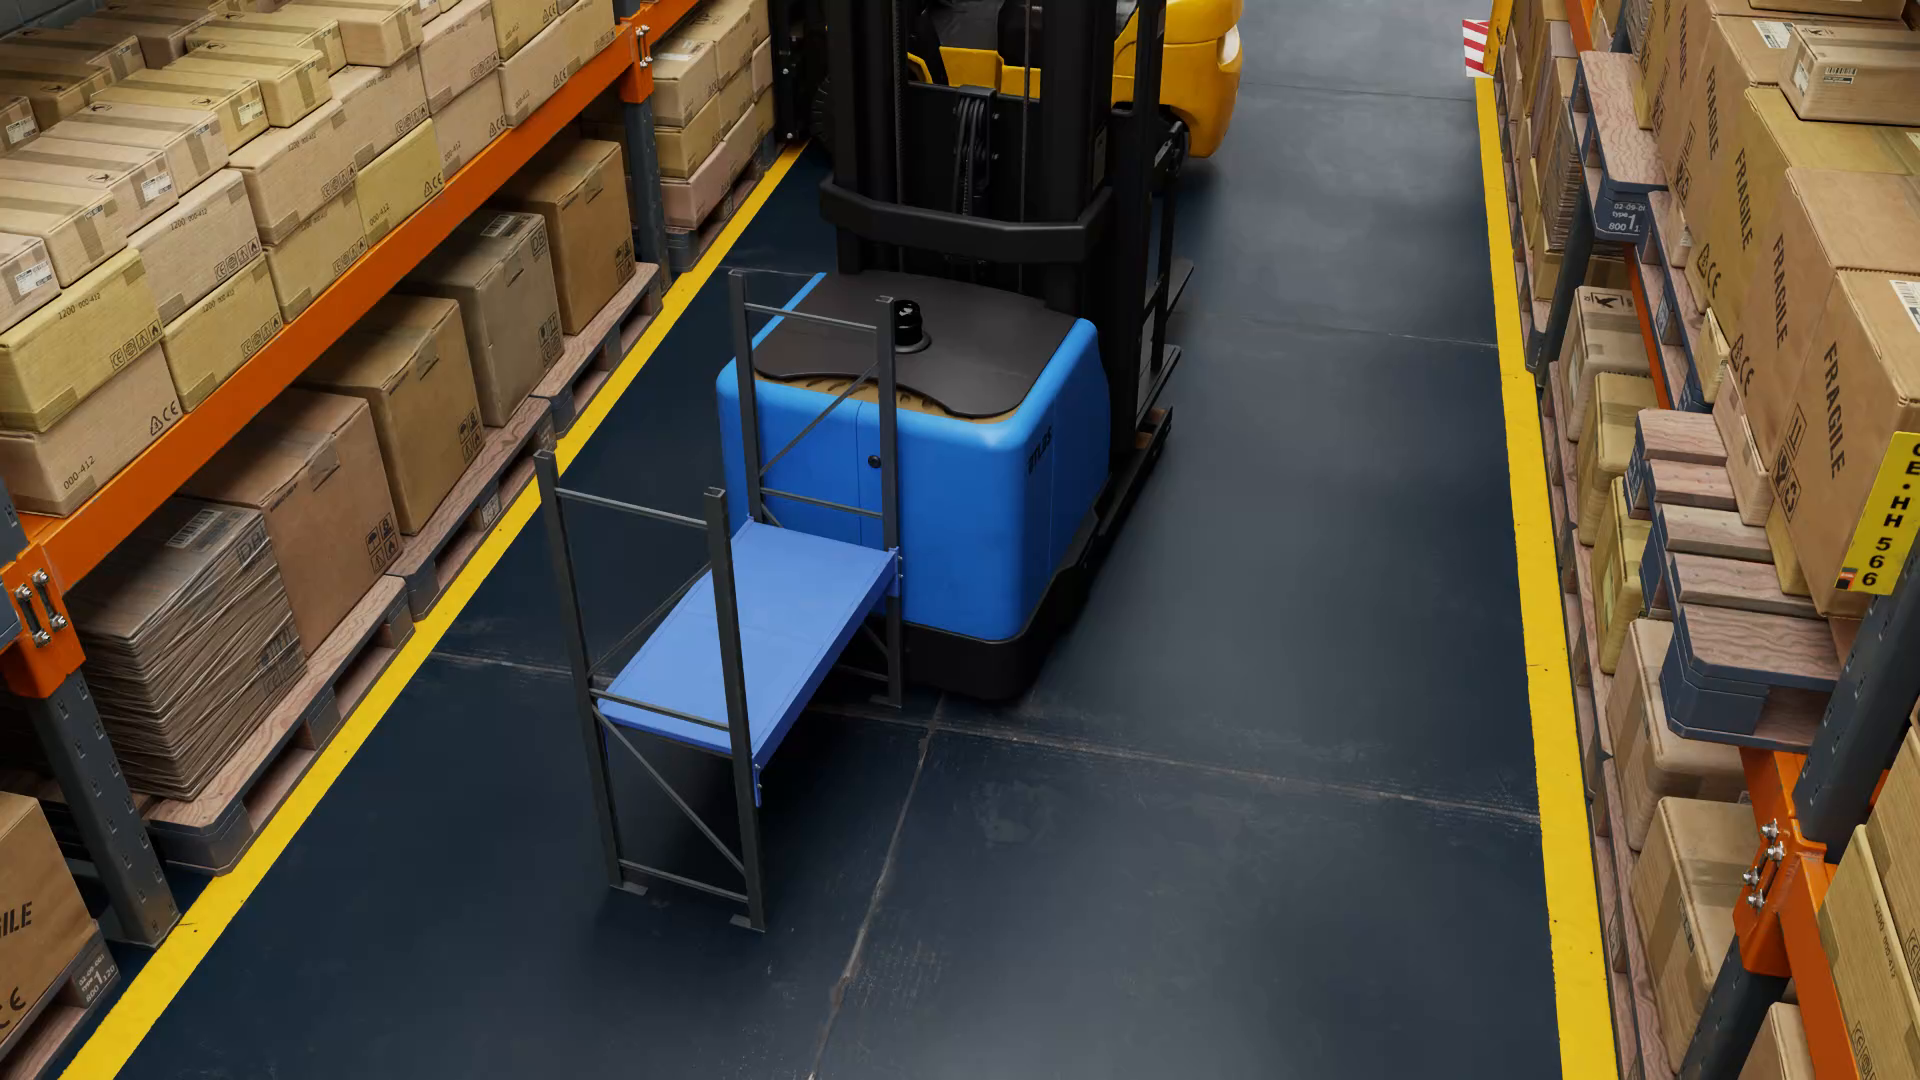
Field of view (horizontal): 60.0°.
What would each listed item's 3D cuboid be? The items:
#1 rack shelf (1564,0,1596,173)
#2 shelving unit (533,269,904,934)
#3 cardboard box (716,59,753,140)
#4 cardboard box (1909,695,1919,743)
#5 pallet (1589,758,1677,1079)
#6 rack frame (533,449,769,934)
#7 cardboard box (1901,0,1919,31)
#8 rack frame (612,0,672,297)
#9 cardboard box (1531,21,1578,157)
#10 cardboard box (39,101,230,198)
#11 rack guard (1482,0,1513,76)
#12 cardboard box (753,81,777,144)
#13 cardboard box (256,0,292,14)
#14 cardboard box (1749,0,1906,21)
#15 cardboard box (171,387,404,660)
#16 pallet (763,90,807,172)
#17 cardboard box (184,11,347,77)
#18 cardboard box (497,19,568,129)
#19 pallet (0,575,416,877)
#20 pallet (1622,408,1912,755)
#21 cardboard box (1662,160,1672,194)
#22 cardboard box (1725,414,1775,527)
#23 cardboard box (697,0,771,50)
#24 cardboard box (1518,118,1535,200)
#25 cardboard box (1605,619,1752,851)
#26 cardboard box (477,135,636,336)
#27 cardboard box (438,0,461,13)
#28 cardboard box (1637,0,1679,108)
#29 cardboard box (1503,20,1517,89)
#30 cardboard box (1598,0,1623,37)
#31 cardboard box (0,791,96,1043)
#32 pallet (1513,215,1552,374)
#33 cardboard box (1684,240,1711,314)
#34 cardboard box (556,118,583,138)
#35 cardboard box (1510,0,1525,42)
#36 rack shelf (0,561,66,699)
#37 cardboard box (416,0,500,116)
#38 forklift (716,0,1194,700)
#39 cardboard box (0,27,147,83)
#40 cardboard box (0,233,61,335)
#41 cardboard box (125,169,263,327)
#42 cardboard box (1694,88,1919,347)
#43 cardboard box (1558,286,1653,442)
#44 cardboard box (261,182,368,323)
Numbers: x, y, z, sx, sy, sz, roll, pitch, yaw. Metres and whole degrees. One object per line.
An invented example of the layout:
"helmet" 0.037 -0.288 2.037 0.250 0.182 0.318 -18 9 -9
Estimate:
"rack shelf" 3.405 -2.690 8.018 1.077 0.370 4.000 7 37 10
"shelving unit" -0.602 0.170 4.738 0.538 1.500 1.048 12 38 17
"cardboard box" -1.361 -2.241 8.345 0.500 0.250 0.500 7 37 10
"cardboard box" 1.779 0.266 2.390 0.500 0.500 0.500 6 36 8
"pallet" 2.292 1.140 4.497 1.003 0.211 1.213 7 37 10
"rack frame" -0.782 0.449 4.353 0.500 1.500 0.032 12 38 17
"cardboard box" 2.883 -1.292 4.780 0.500 0.500 0.500 9 37 12
"rack frame" -1.872 -2.454 7.080 1.000 3.000 0.127 7 37 10
"cardboard box" 3.057 -2.152 8.009 0.500 0.500 0.500 9 37 12
"cardboard box" -2.241 -1.065 4.526 0.380 0.149 0.250 8 37 10
"rack guard" 3.816 -3.072 10.062 1.175 0.500 0.348 7 37 10
"cardboard box" -1.257 -2.336 8.903 0.500 0.250 0.500 8 37 11
"cardboard box" -2.481 -1.859 5.620 0.380 0.149 0.250 7 37 10
"cardboard box" 2.401 -1.567 4.607 0.380 0.149 0.250 9 37 13
"cardboard box" -2.448 -0.101 5.499 0.875 0.625 0.625 8 37 11
"pallet" -1.403 -2.478 9.488 1.003 0.211 1.213 7 37 10
"cardboard box" -2.144 -1.513 5.143 0.380 0.149 0.250 7 37 10
"cardboard box" -1.826 -1.783 6.282 0.500 0.250 0.500 7 37 10
"pallet" -2.512 0.501 5.379 1.003 0.211 1.213 7 37 10
"pallet" 2.172 0.115 3.699 1.213 0.211 1.003 7 37 10
"cardboard box" 2.408 -1.169 5.163 0.380 0.149 0.250 8 37 11
"cardboard box" 1.960 -0.140 3.743 0.380 0.149 0.250 7 37 10
"cardboard box" -1.248 -2.733 8.597 0.500 0.250 0.500 9 37 12
"cardboard box" 3.059 -1.861 8.247 0.500 0.250 0.500 8 37 11
"cardboard box" 2.404 0.606 4.739 0.950 0.372 0.625 7 36 9
"cardboard box" -1.972 -1.362 7.239 0.875 0.625 0.625 9 37 12
"cardboard box" -1.913 -1.940 5.733 0.380 0.149 0.250 6 36 9
"cardboard box" 2.491 -1.645 5.267 0.500 0.500 0.500 7 37 10
"cardboard box" 3.390 -2.756 9.482 0.500 0.250 0.500 7 37 10
"cardboard box" 2.830 -2.281 6.503 0.500 0.500 0.500 6 36 9
"cardboard box" -2.607 0.950 4.155 0.500 0.500 0.500 8 37 11
"pallet" 3.087 -1.095 7.581 1.003 0.211 1.213 7 37 10
"cardboard box" 2.217 -0.725 4.551 0.380 0.149 0.250 6 36 8
"cardboard box" -1.968 -2.018 8.038 0.500 0.250 0.500 7 36 9
"cardboard box" 3.385 -3.046 9.243 0.500 0.500 0.500 6 36 8
"rack shelf" -3.153 1.277 2.545 1.077 0.370 4.000 7 37 10
"cardboard box" -1.945 -1.694 5.734 0.500 0.250 0.500 8 37 11
"forklift" 0.221 -1.529 5.862 1.130 2.935 3.031 13 38 17
"cardboard box" -2.705 -1.424 5.021 0.380 0.149 0.250 7 36 9
"cardboard box" -2.371 -0.610 3.898 0.380 0.149 0.250 8 37 11
"cardboard box" -2.285 -0.814 4.518 0.500 0.250 0.500 8 37 11
"cardboard box" 2.155 -0.755 4.039 0.500 0.500 0.500 5 36 7
"cardboard box" 2.868 -0.639 6.458 0.950 0.372 0.625 8 37 11
"cardboard box" -2.177 -0.908 5.075 0.500 0.250 0.500 6 36 8
